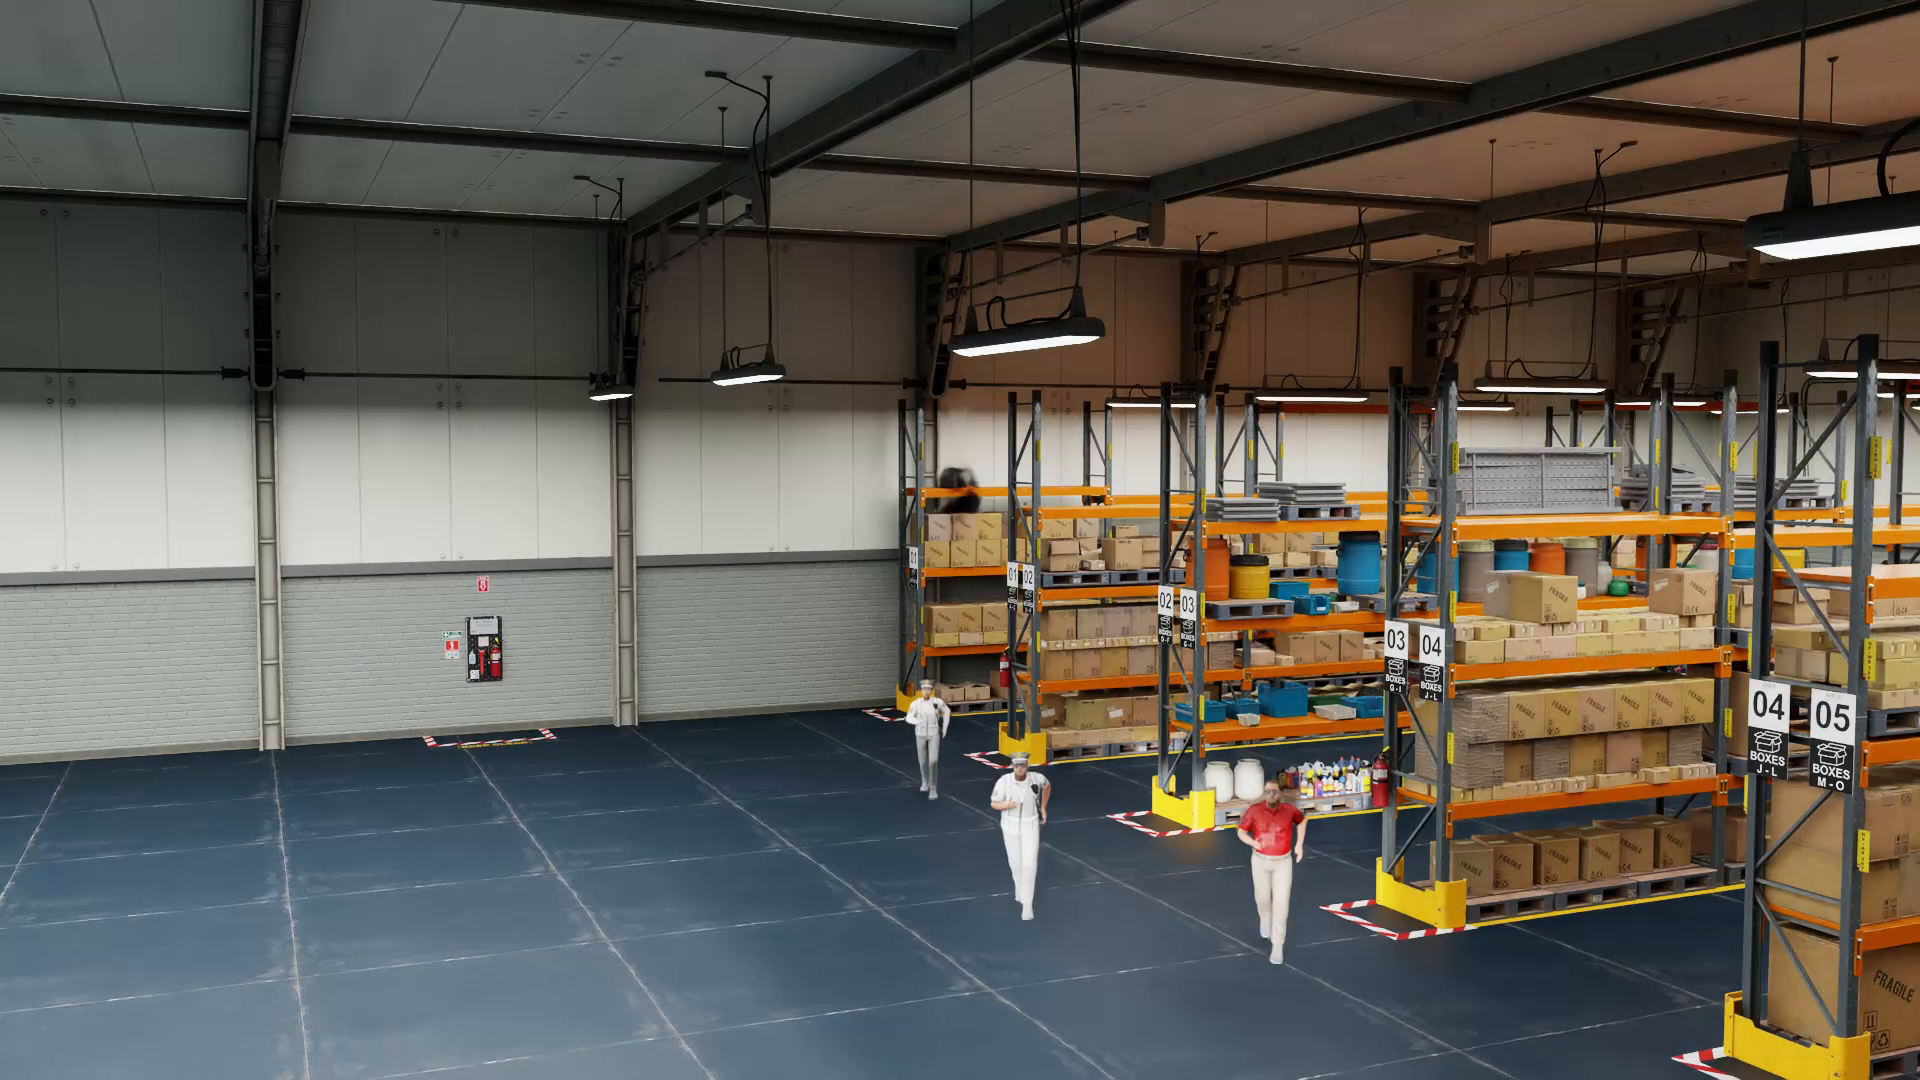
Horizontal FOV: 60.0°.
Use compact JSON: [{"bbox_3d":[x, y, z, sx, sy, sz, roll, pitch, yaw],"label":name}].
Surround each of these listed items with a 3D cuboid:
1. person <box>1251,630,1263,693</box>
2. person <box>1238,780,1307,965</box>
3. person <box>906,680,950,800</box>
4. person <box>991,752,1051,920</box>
[{"bbox_3d":[5.667,2.518,32.042,0.605,1.558,0.560,-2,4,-25],"label":"person"},{"bbox_3d":[3.156,3.295,16.849,0.679,1.744,0.987,1,3,13],"label":"person"},{"bbox_3d":[-0.475,2.901,24.260,0.611,1.763,0.751,0,3,5],"label":"person"},{"bbox_3d":[0.670,3.226,18.350,0.643,1.866,0.864,0,3,6],"label":"person"}]
